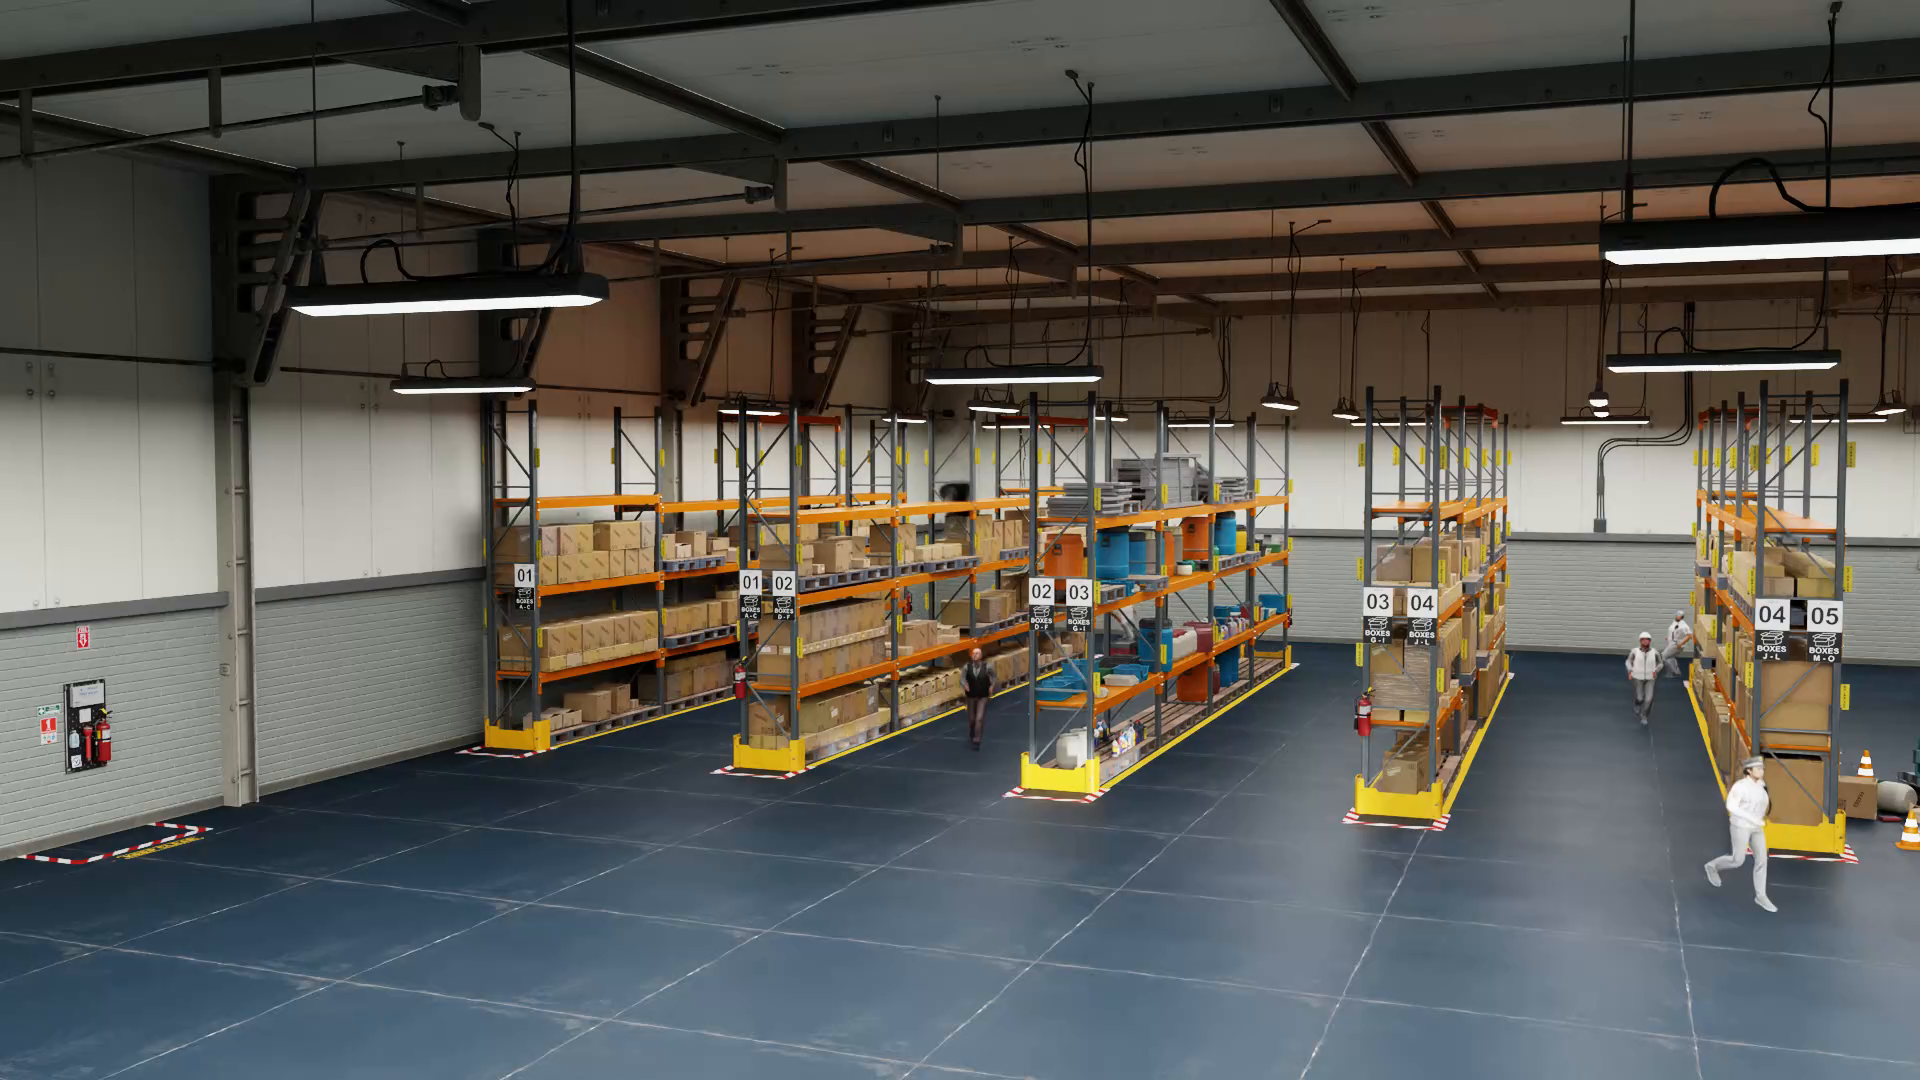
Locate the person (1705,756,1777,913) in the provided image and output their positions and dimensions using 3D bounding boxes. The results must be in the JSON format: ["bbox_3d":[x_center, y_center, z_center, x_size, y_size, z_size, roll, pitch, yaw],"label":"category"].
[{"bbox_3d":[8.832,3.242,18.720,0.639,1.688,0.949,-1,3,-27],"label":"person"}]

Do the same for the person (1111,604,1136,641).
[{"bbox_3d":[4.134,2.074,42.042,0.705,1.726,0.929,-2,4,-38],"label":"person"}]

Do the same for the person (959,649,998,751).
[{"bbox_3d":[0.322,2.736,28.802,0.670,1.722,0.897,0,3,10],"label":"person"}]

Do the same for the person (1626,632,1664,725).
[{"bbox_3d":[12.913,2.603,31.368,0.667,1.731,0.581,1,3,19],"label":"person"}]

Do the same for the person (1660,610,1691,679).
[{"bbox_3d":[16.174,2.372,37.671,0.615,1.593,0.729,1,3,14],"label":"person"}]
